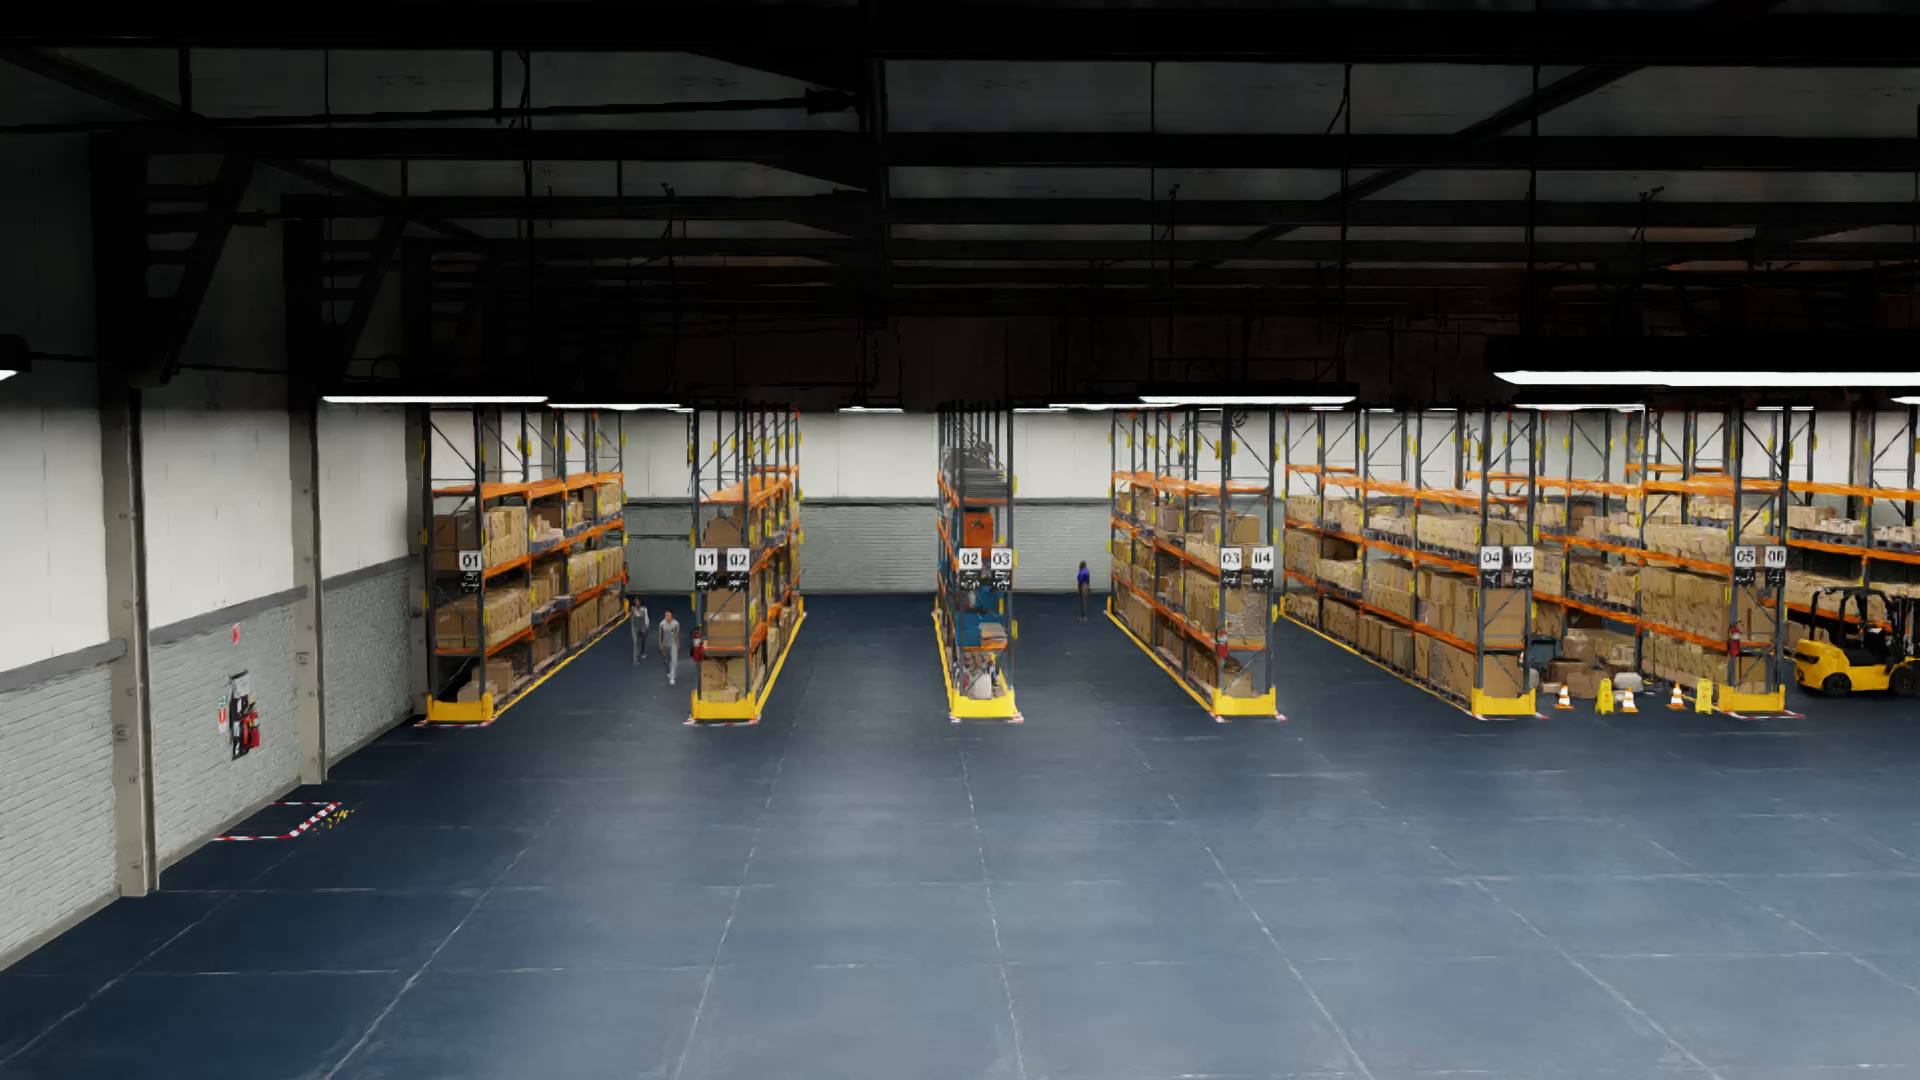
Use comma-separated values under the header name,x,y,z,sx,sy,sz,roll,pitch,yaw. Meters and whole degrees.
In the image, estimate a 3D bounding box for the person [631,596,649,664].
name,x,y,z,sx,sy,sz,roll,pitch,yaw
person,-7.341,2.045,38.189,0.430,1.539,0.949,0,4,-4

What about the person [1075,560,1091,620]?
name,x,y,z,sx,sy,sz,roll,pitch,yaw
person,3.406,1.391,46.170,0.549,1.629,0.573,2,5,27

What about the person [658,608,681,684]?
name,x,y,z,sx,sy,sz,roll,pitch,yaw
person,-6.189,2.227,35.370,0.446,1.590,1.110,0,4,0
